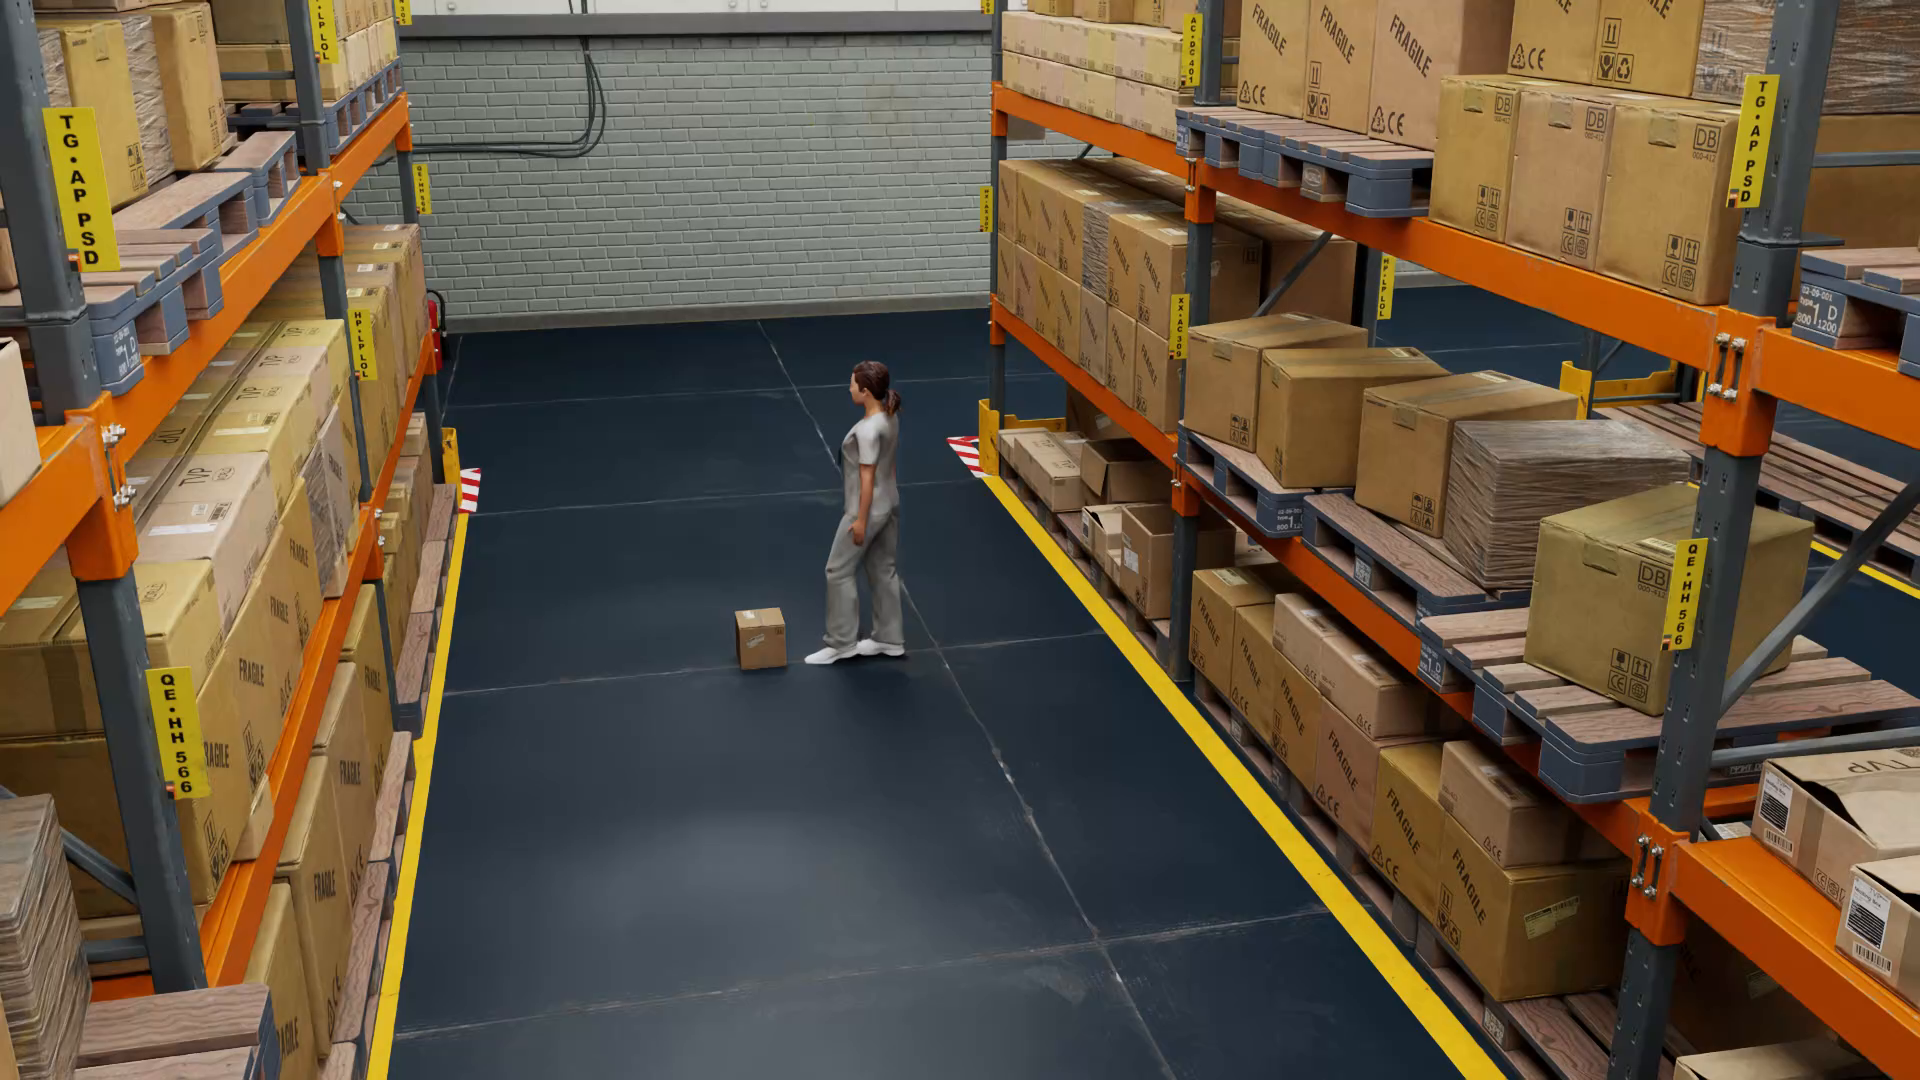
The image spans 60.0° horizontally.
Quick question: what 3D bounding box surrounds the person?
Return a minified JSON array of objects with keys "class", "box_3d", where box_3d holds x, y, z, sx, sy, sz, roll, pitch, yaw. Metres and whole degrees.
[{"class":"person","box_3d":[-0.552,-0.146,8.996,0.526,1.698,0.442,6,21,17]}]
